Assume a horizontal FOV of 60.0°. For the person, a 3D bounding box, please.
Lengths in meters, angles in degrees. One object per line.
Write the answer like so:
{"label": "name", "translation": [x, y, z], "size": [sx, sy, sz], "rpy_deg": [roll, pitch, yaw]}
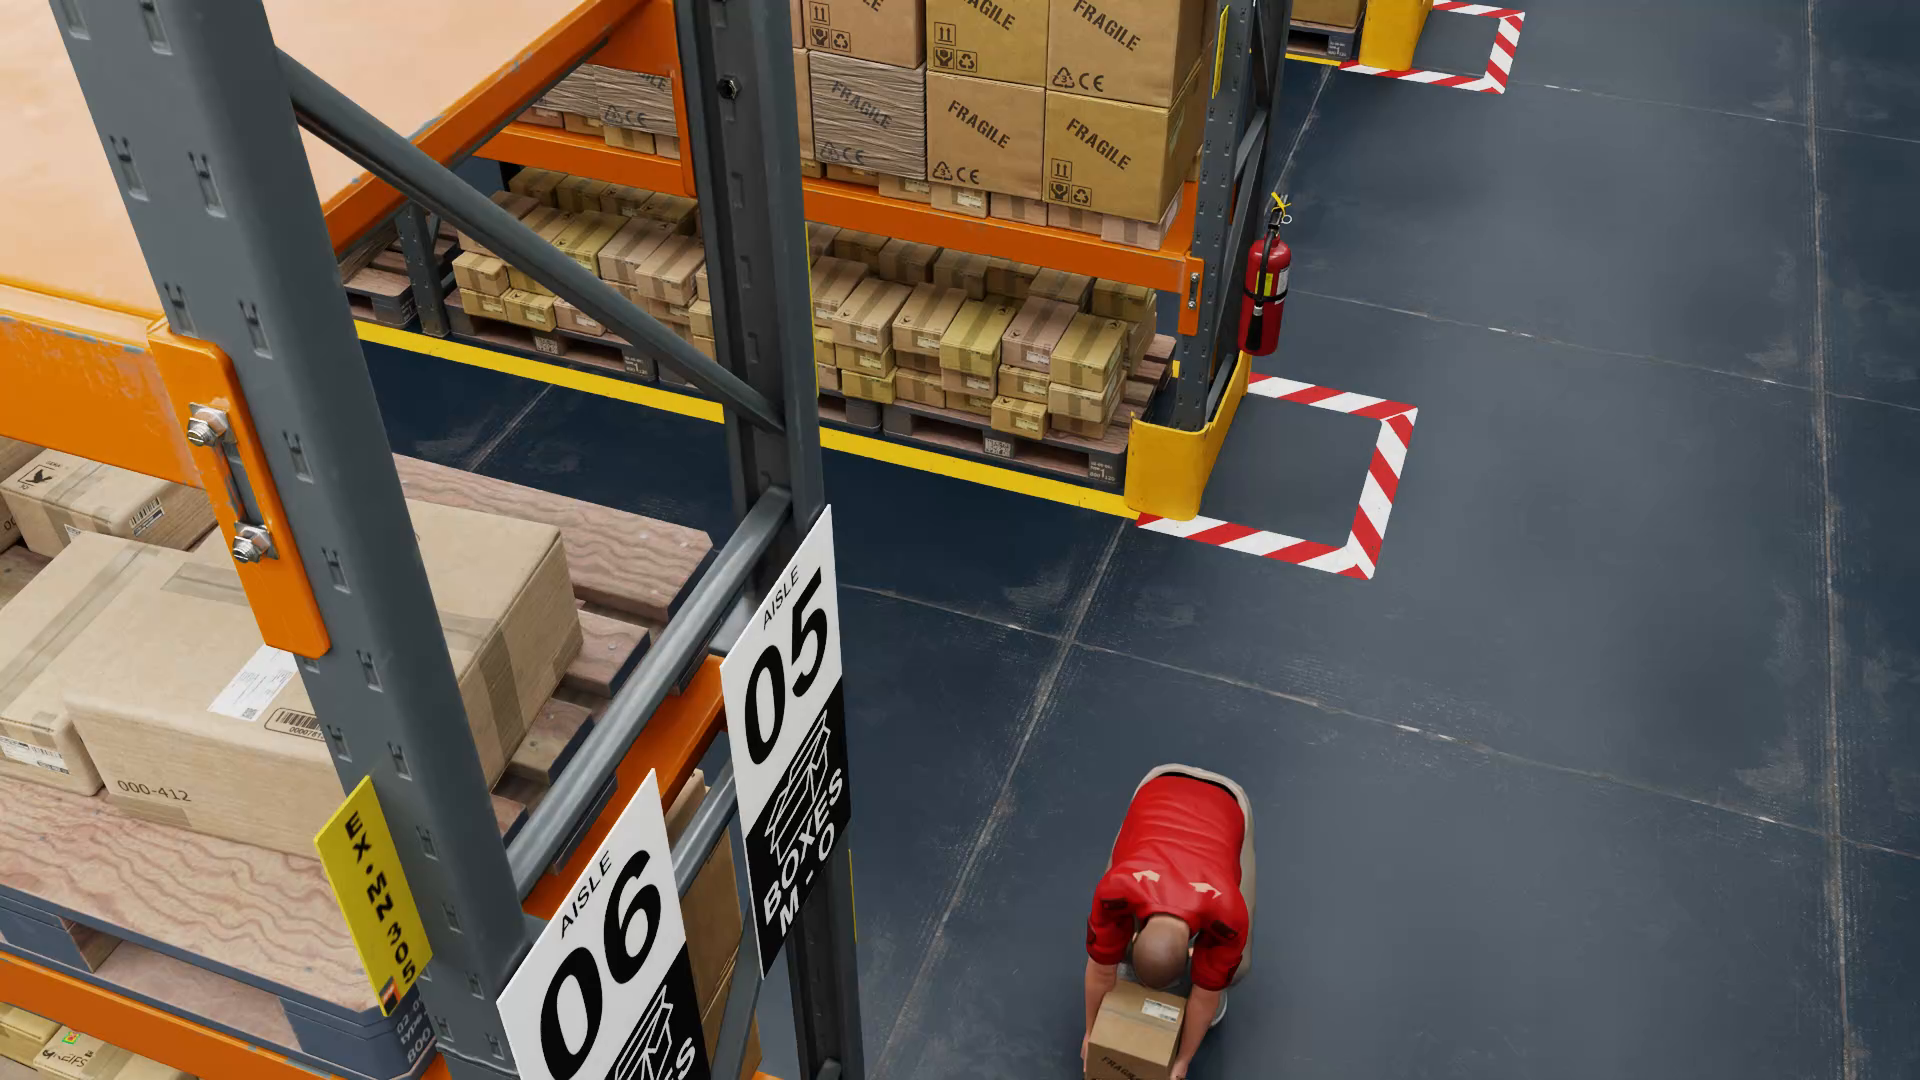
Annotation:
{"label": "person", "translation": [0.671, 1.250, 5.302], "size": [0.534, 0.997, 0.940], "rpy_deg": [12, 43, 13]}
